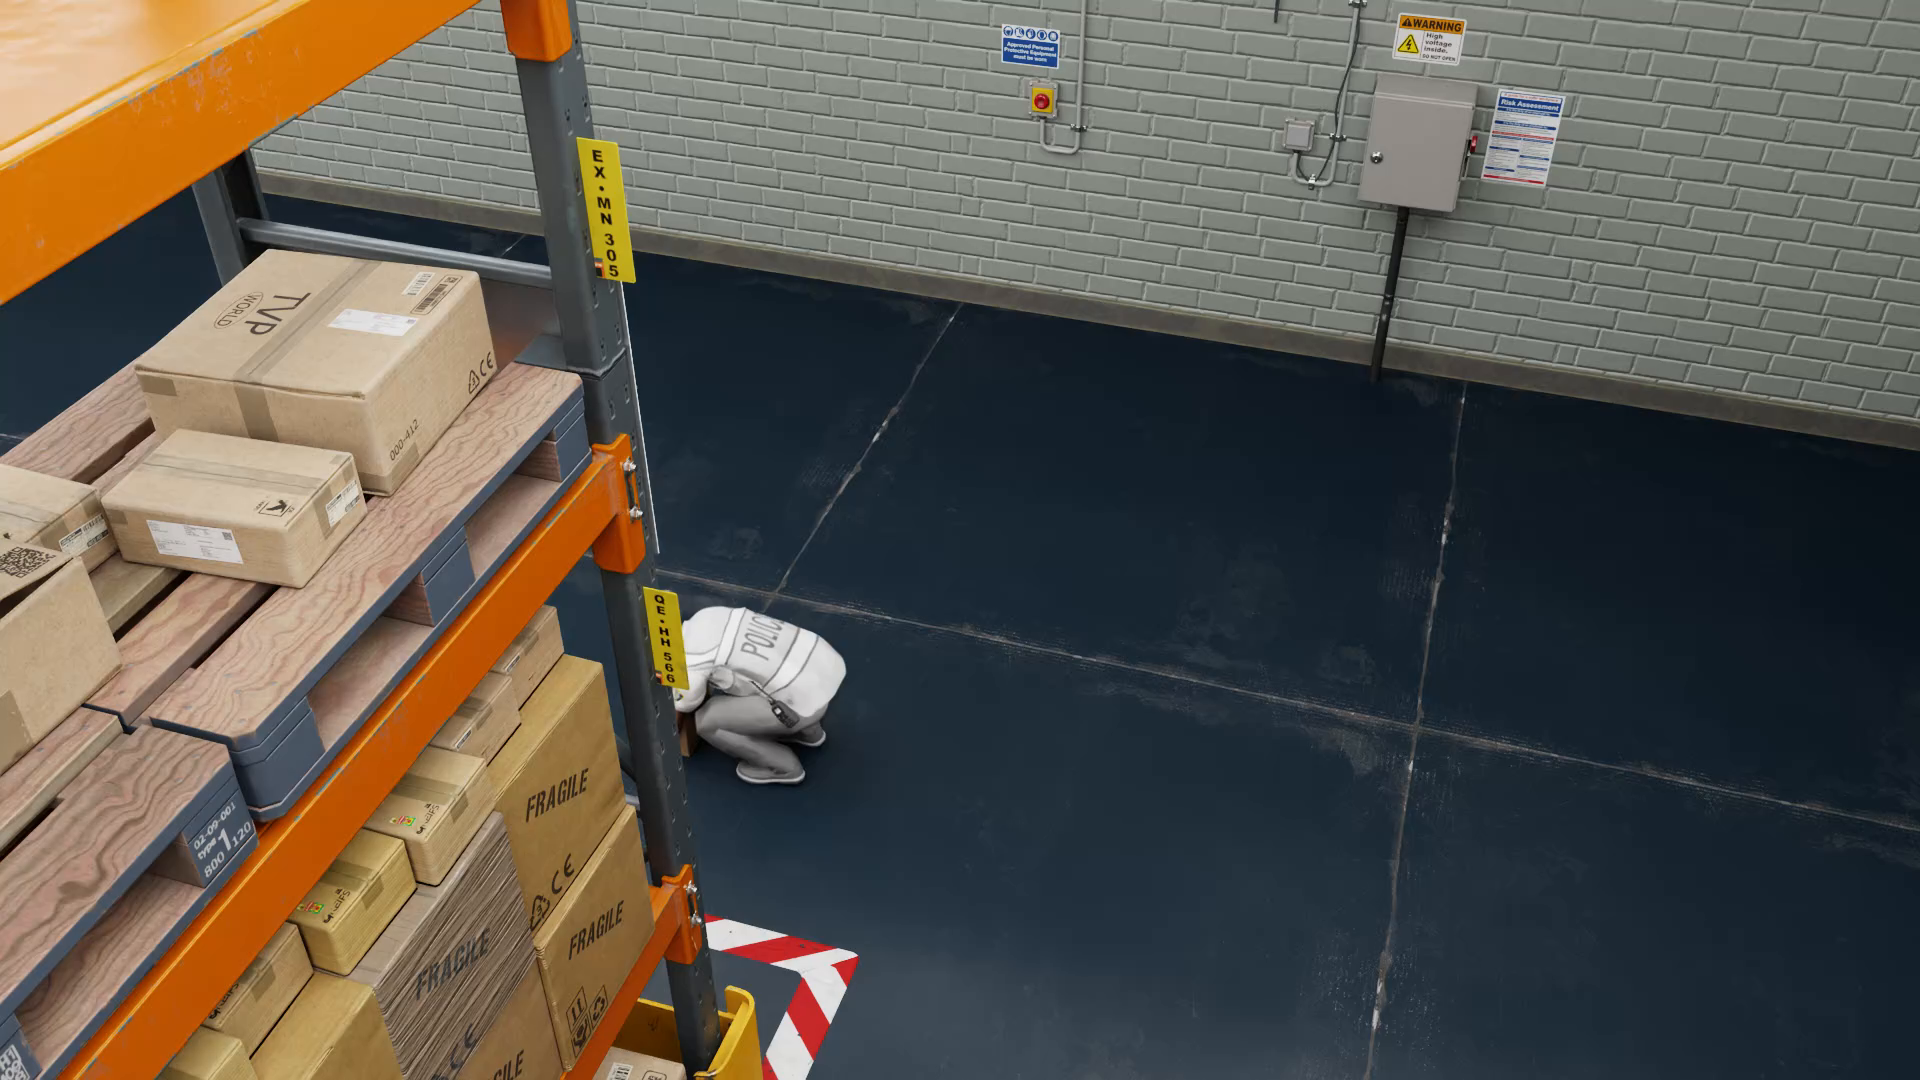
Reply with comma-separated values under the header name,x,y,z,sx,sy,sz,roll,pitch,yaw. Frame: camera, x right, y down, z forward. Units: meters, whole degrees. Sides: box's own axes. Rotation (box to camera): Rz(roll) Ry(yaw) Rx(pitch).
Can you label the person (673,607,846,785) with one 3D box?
name,x,y,z,sx,sy,sz,roll,pitch,yaw
person,-0.926,0.606,6.876,0.908,0.817,0.465,10,38,13
